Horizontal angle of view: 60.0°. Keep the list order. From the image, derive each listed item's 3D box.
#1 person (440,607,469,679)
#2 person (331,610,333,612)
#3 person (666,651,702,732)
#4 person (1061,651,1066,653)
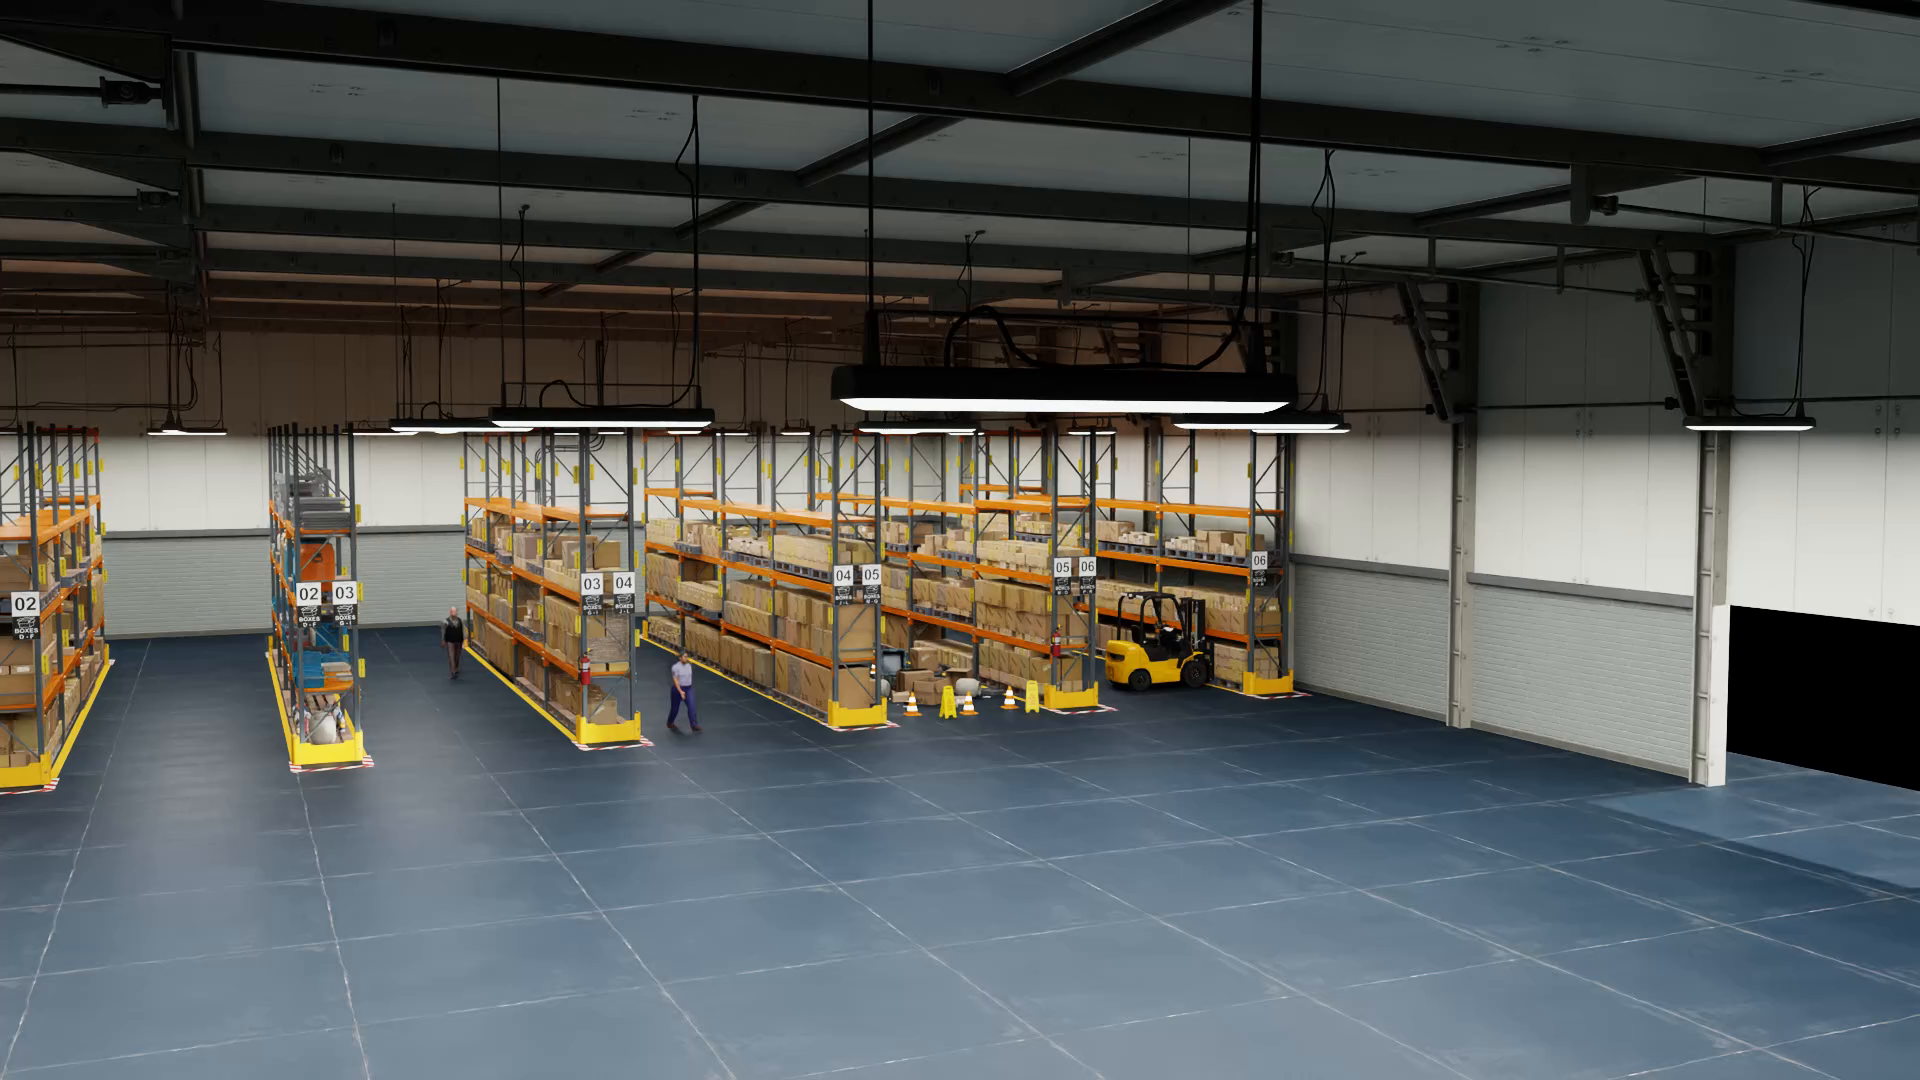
[{"bbox_3d":[-12.104,2.443,39.819,0.628,1.667,1.068,-2,4,-26],"label":"person"},{"bbox_3d":[-17.688,2.003,46.999,0.421,1.669,0.476,-1,4,-23],"label":"person"},{"bbox_3d":[-5.391,2.951,32.478,0.465,1.546,1.084,-3,4,-38],"label":"person"},{"bbox_3d":[2.394,2.501,39.565,0.453,1.715,0.595,-2,4,-27],"label":"person"}]
